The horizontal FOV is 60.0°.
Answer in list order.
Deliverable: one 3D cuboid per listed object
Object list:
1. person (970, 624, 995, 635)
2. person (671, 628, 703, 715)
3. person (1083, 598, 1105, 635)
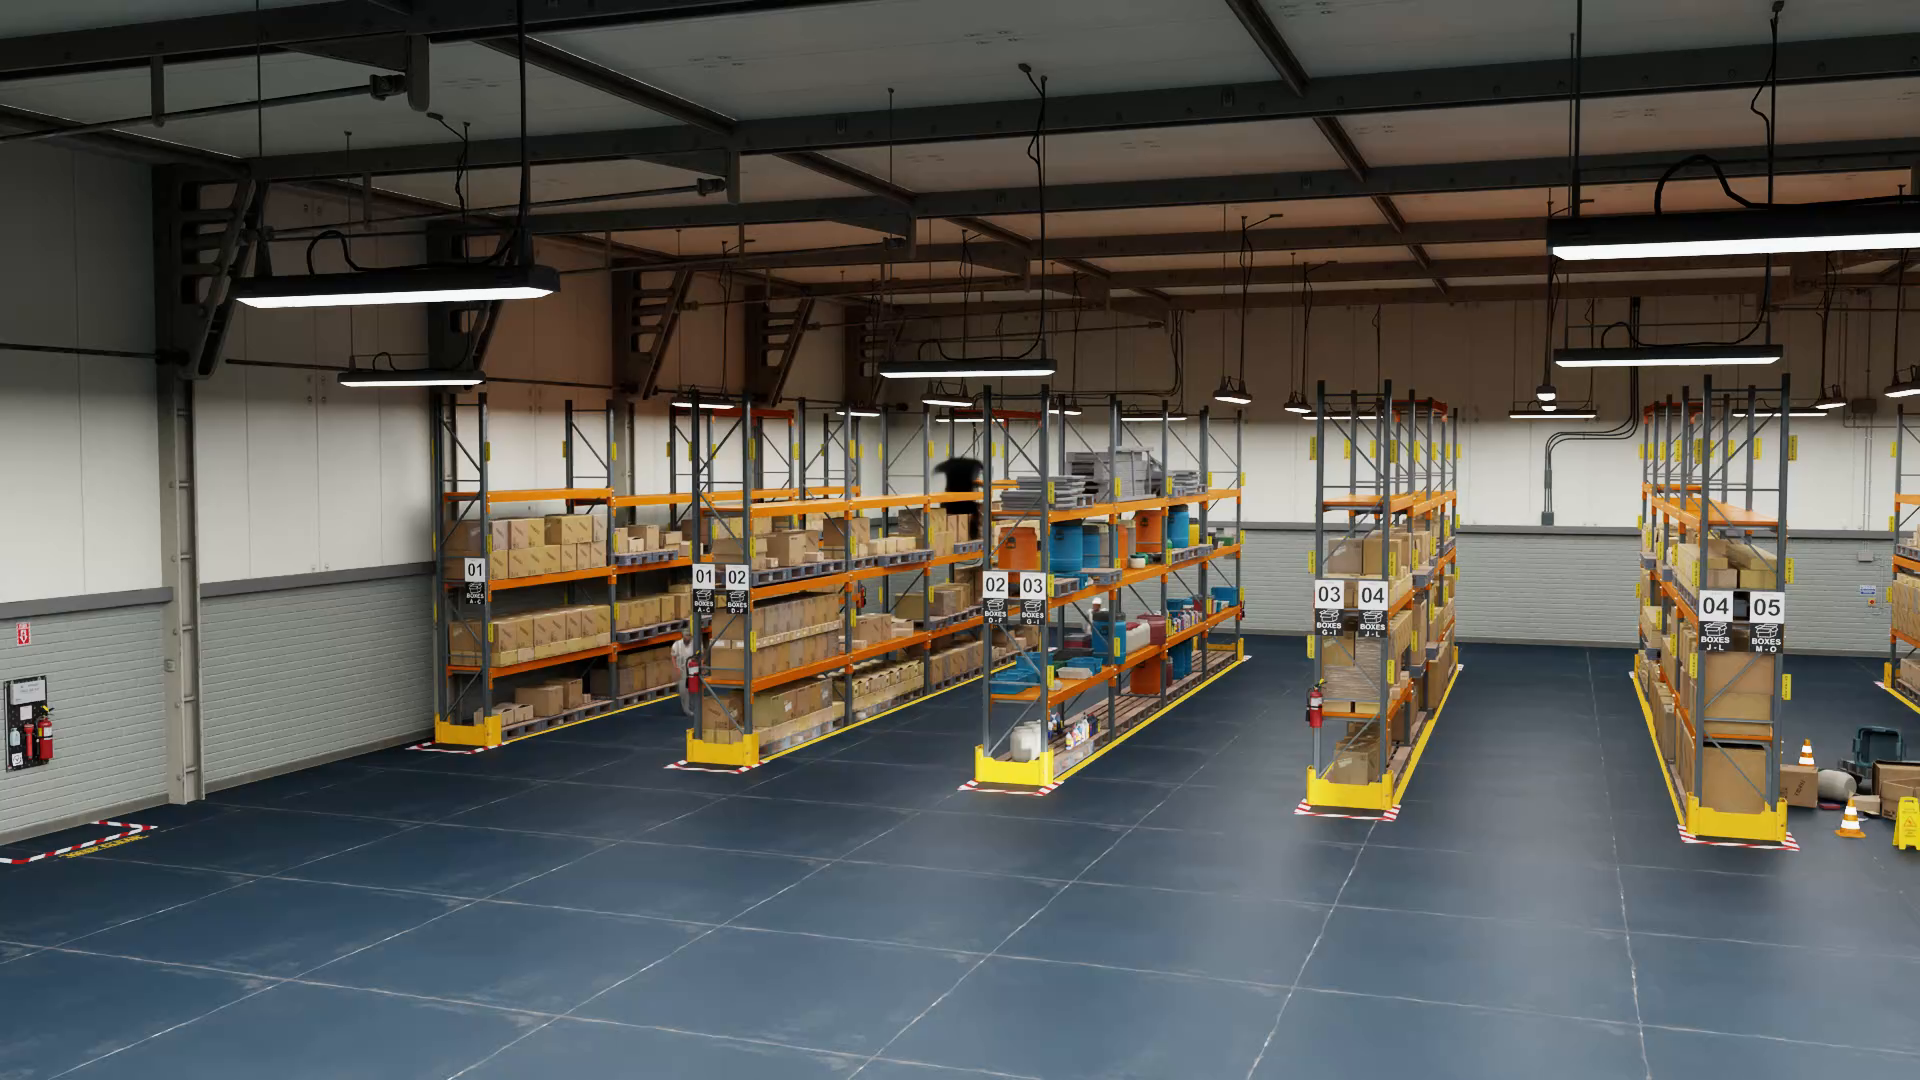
[{"bbox_3d":[0.646,1.856,43.587,0.848,1.715,0.556,2,4,35],"label":"person"},{"bbox_3d":[-5.195,2.486,31.710,0.680,1.710,0.795,-1,3,-21],"label":"person"},{"bbox_3d":[3.101,2.150,37.662,0.644,1.713,0.672,0,3,7],"label":"person"}]
